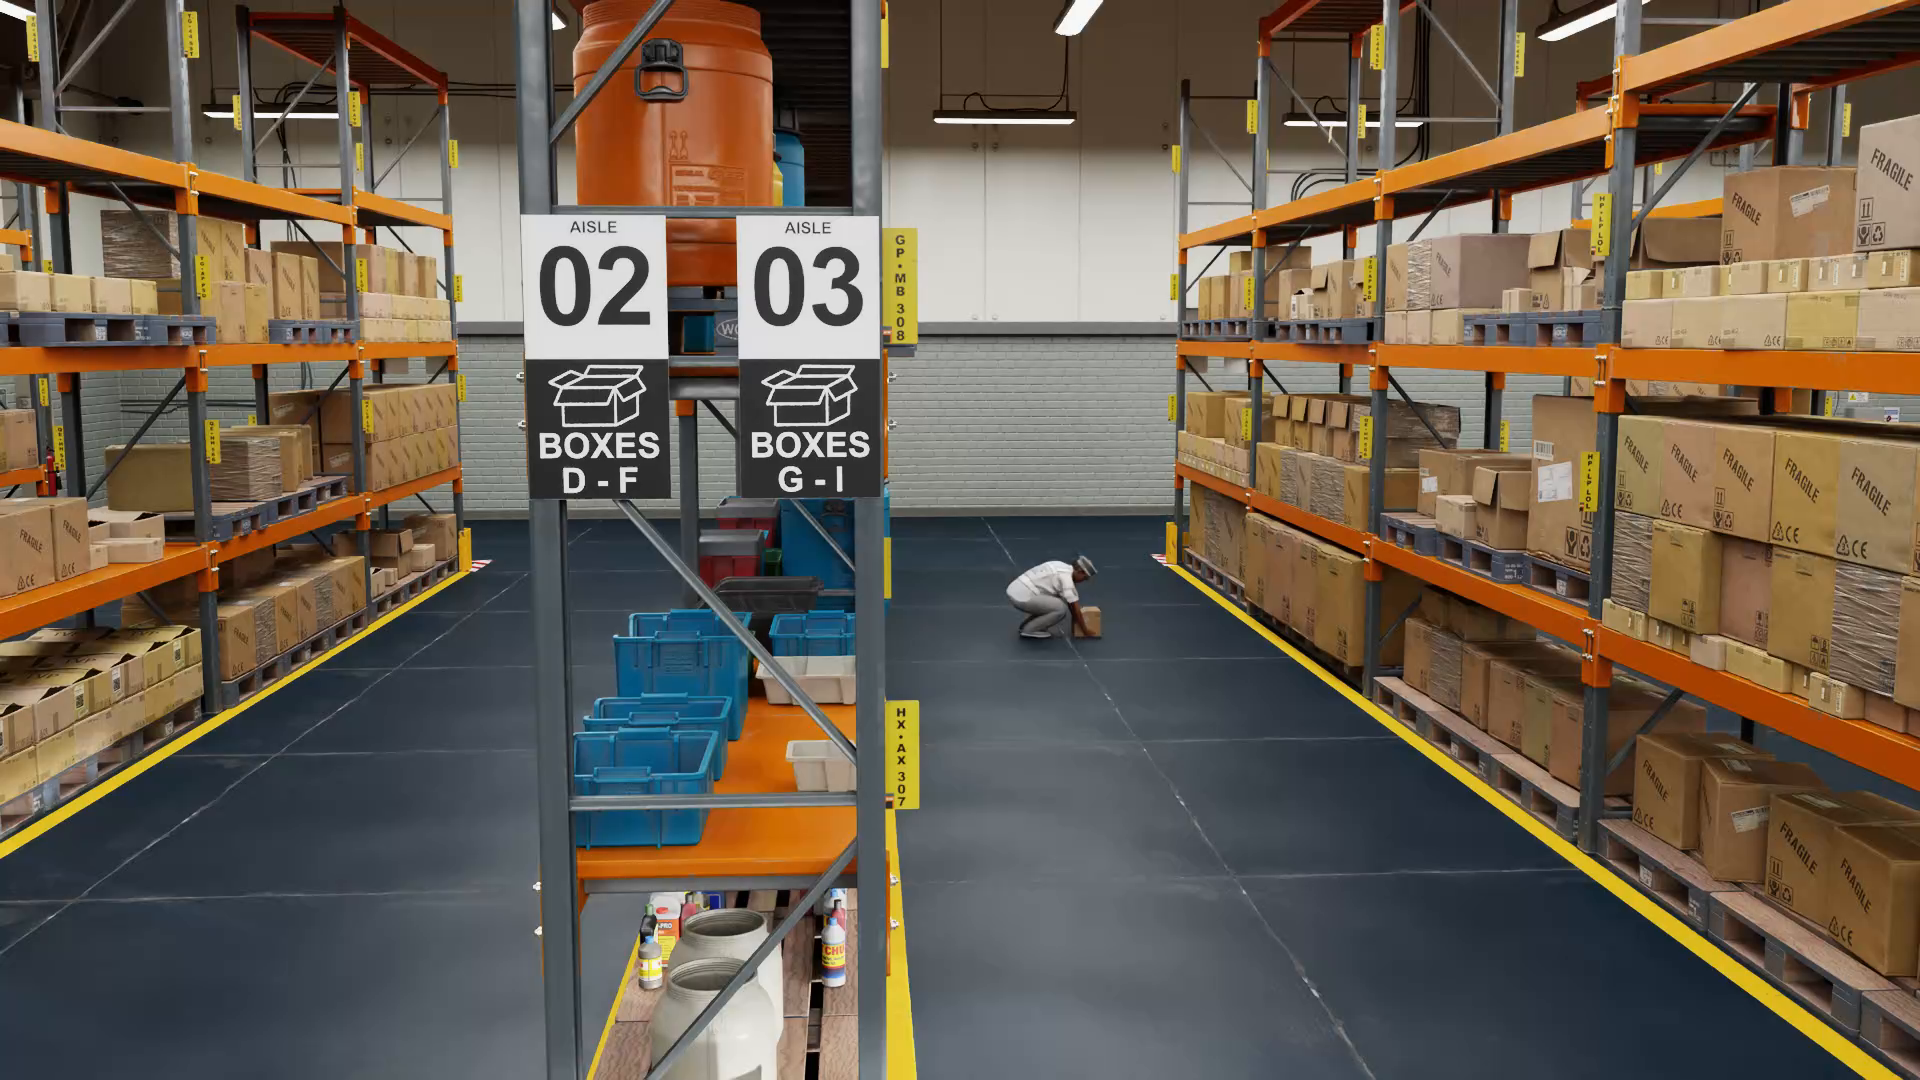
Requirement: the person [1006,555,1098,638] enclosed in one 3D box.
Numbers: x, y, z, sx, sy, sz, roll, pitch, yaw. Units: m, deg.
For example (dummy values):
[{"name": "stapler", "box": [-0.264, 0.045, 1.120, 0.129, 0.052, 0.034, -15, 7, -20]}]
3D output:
[{"name": "person", "box": [0.895, 0.569, 16.042, 0.893, 0.838, 0.478, -1, 7, -4]}]
